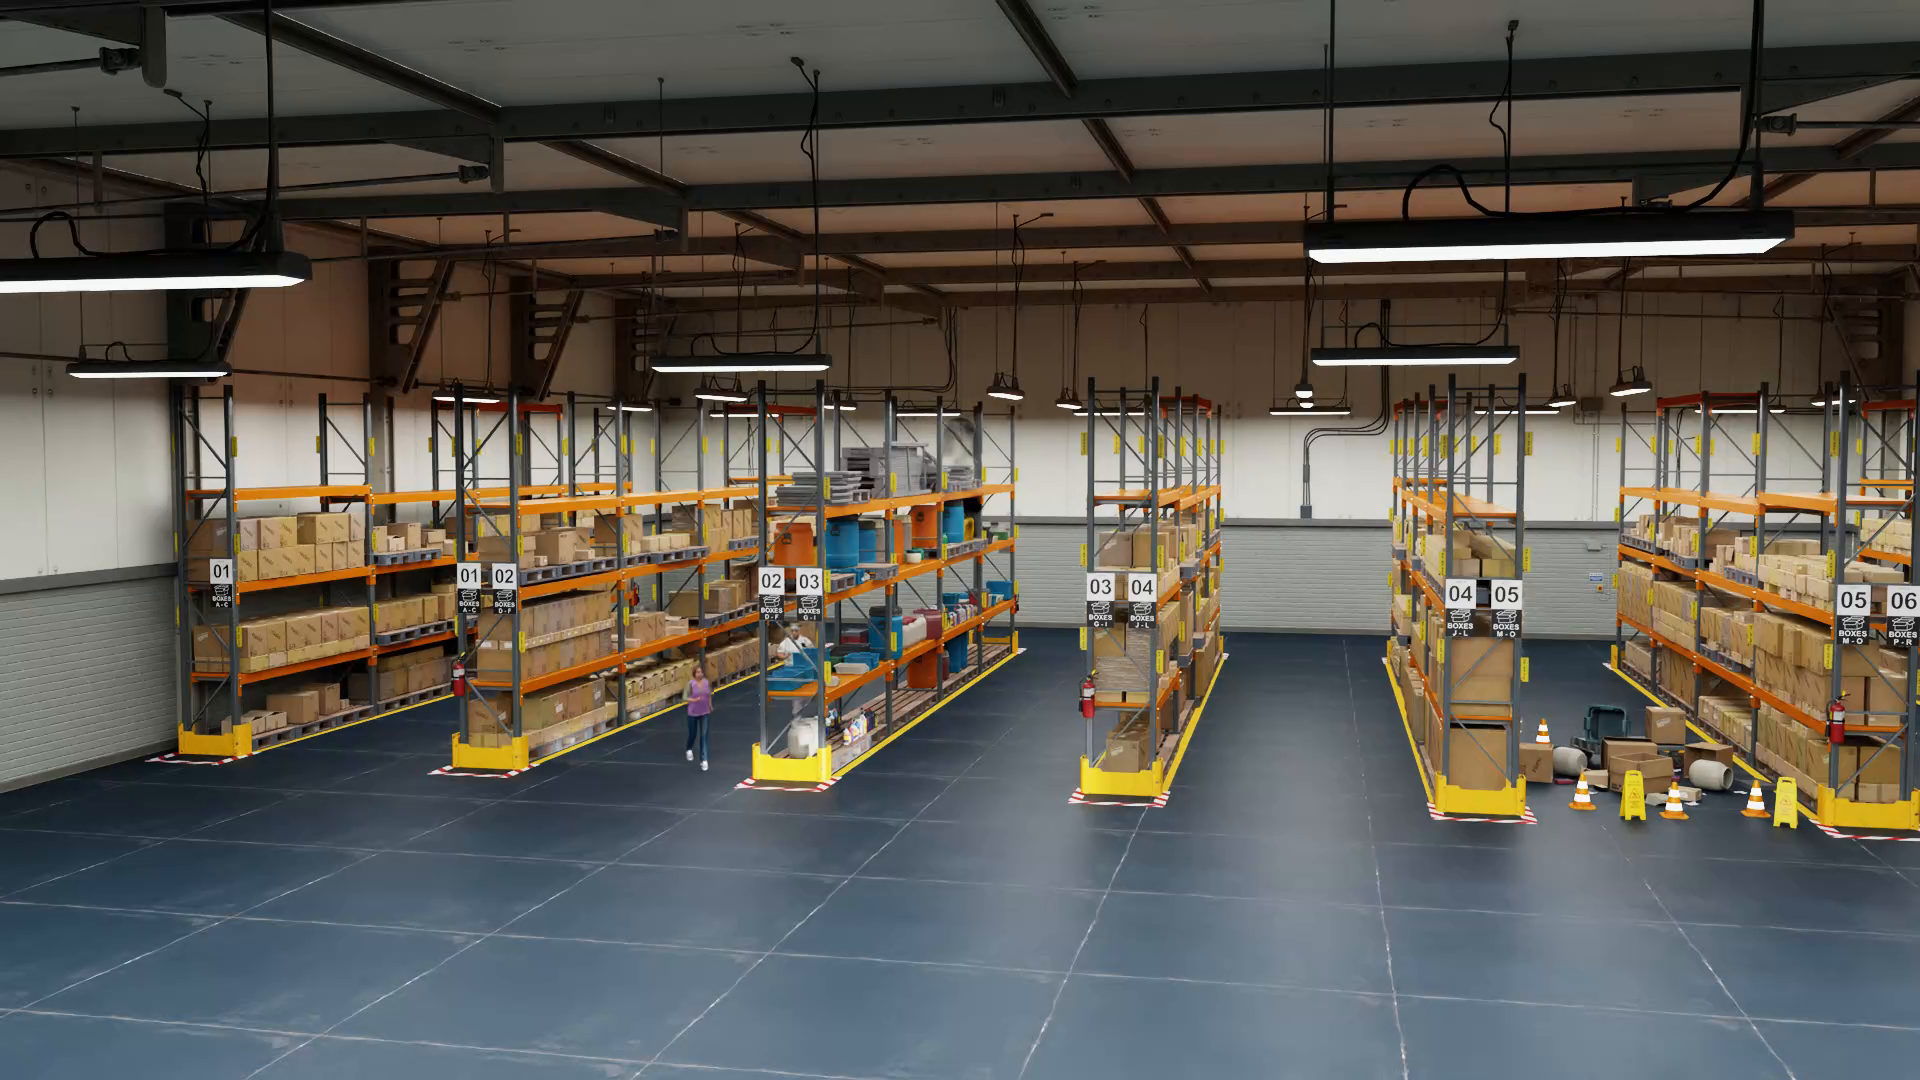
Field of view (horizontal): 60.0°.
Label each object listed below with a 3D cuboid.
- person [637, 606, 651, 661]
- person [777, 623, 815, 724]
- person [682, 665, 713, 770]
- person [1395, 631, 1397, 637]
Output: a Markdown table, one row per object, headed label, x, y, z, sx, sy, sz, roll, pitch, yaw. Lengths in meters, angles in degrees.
| label | x | y | z | sx | sy | sz | roll | pitch | yaw |
| --- | --- | --- | --- | --- | --- | --- | --- | --- | --- |
| person | -6.721 | 2.219 | 35.532 | 0.583 | 1.676 | 0.824 | 0 | 3 | 8 |
| person | -3.001 | 2.392 | 30.393 | 0.650 | 1.795 | 0.959 | 0 | 3 | 5 |
| person | -4.088 | 2.728 | 25.907 | 0.534 | 1.589 | 0.890 | -1 | 3 | -24 |
| person | 10.549 | 2.016 | 39.456 | 0.711 | 1.592 | 0.531 | 0 | 3 | 3 |
